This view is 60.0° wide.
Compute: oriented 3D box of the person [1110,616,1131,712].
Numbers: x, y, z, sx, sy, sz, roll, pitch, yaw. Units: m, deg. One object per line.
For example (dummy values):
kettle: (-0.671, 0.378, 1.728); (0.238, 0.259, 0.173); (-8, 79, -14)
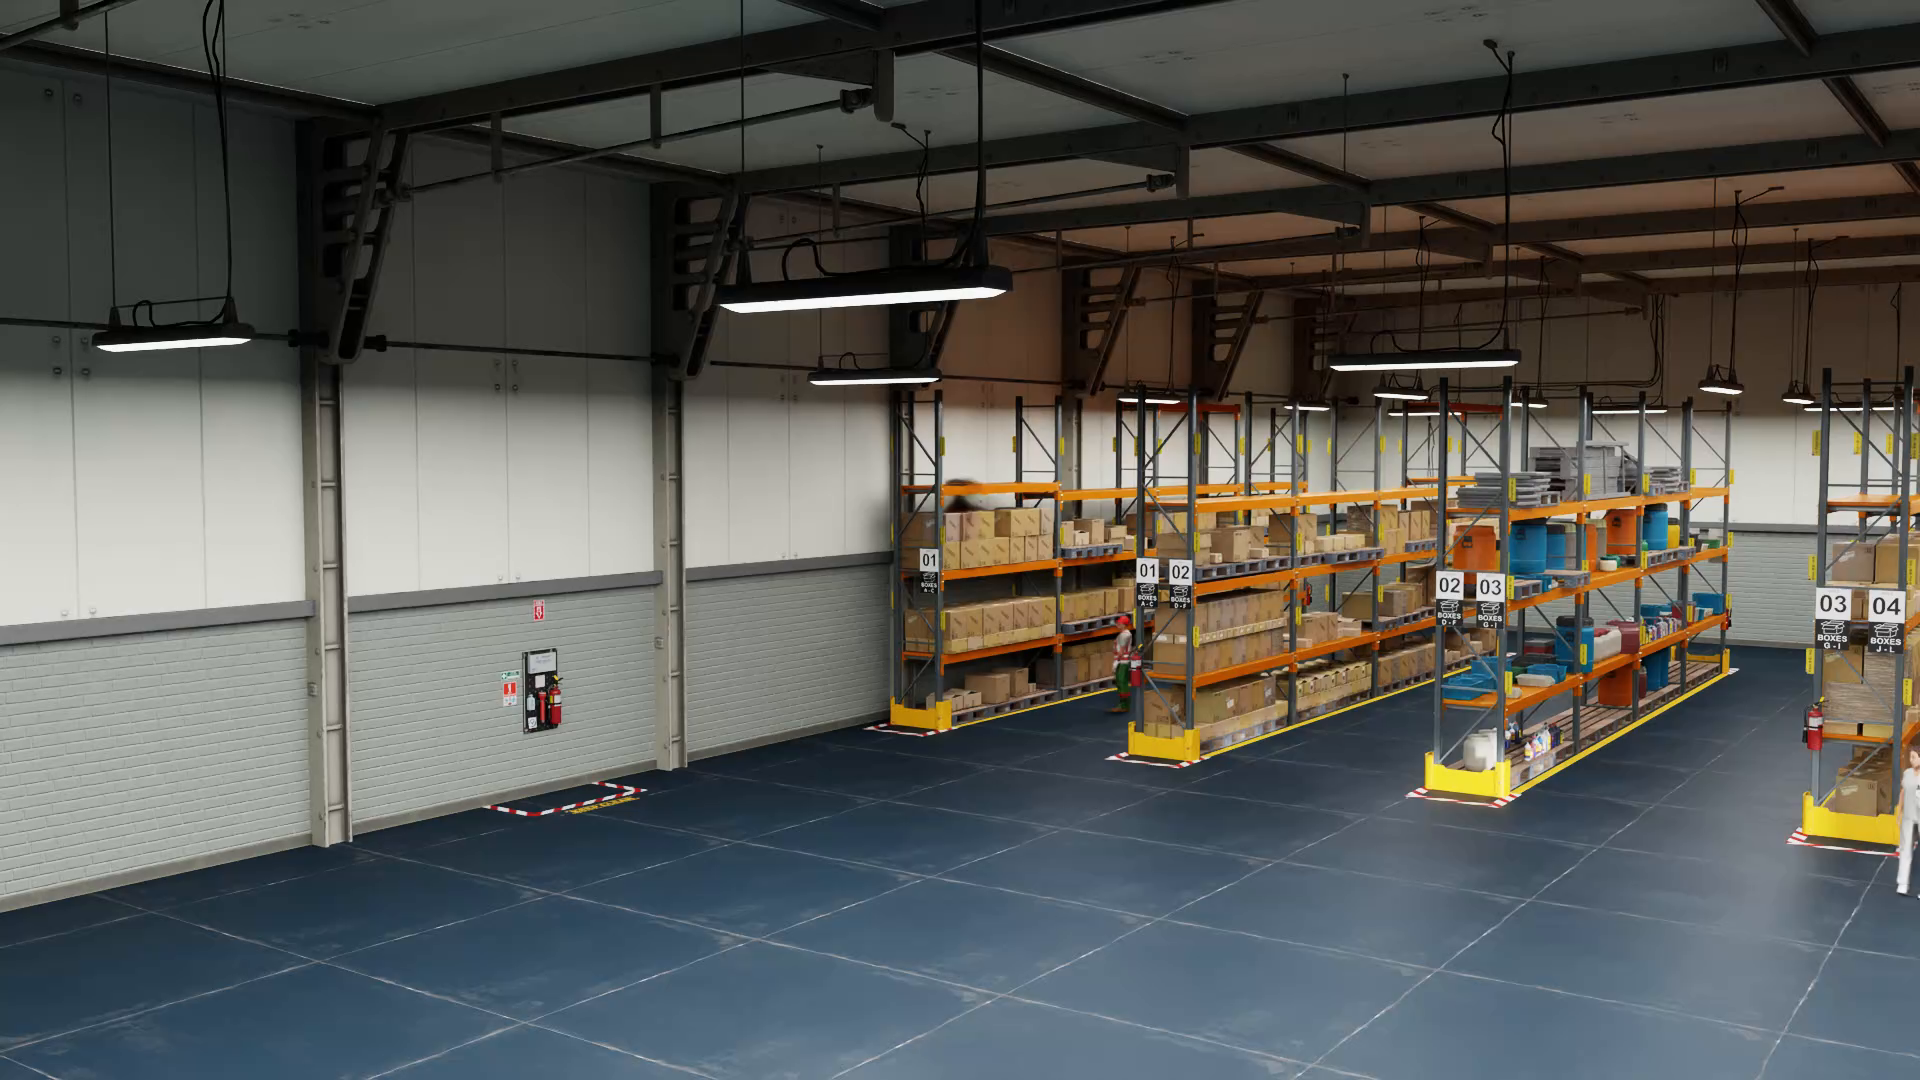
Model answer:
person: (3.034, 2.331, 31.313); (0.367, 1.791, 0.575); (1, 3, 18)

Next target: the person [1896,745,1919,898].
person: (10.664, 3.115, 18.528); (0.388, 1.680, 0.475); (-2, 4, -28)
